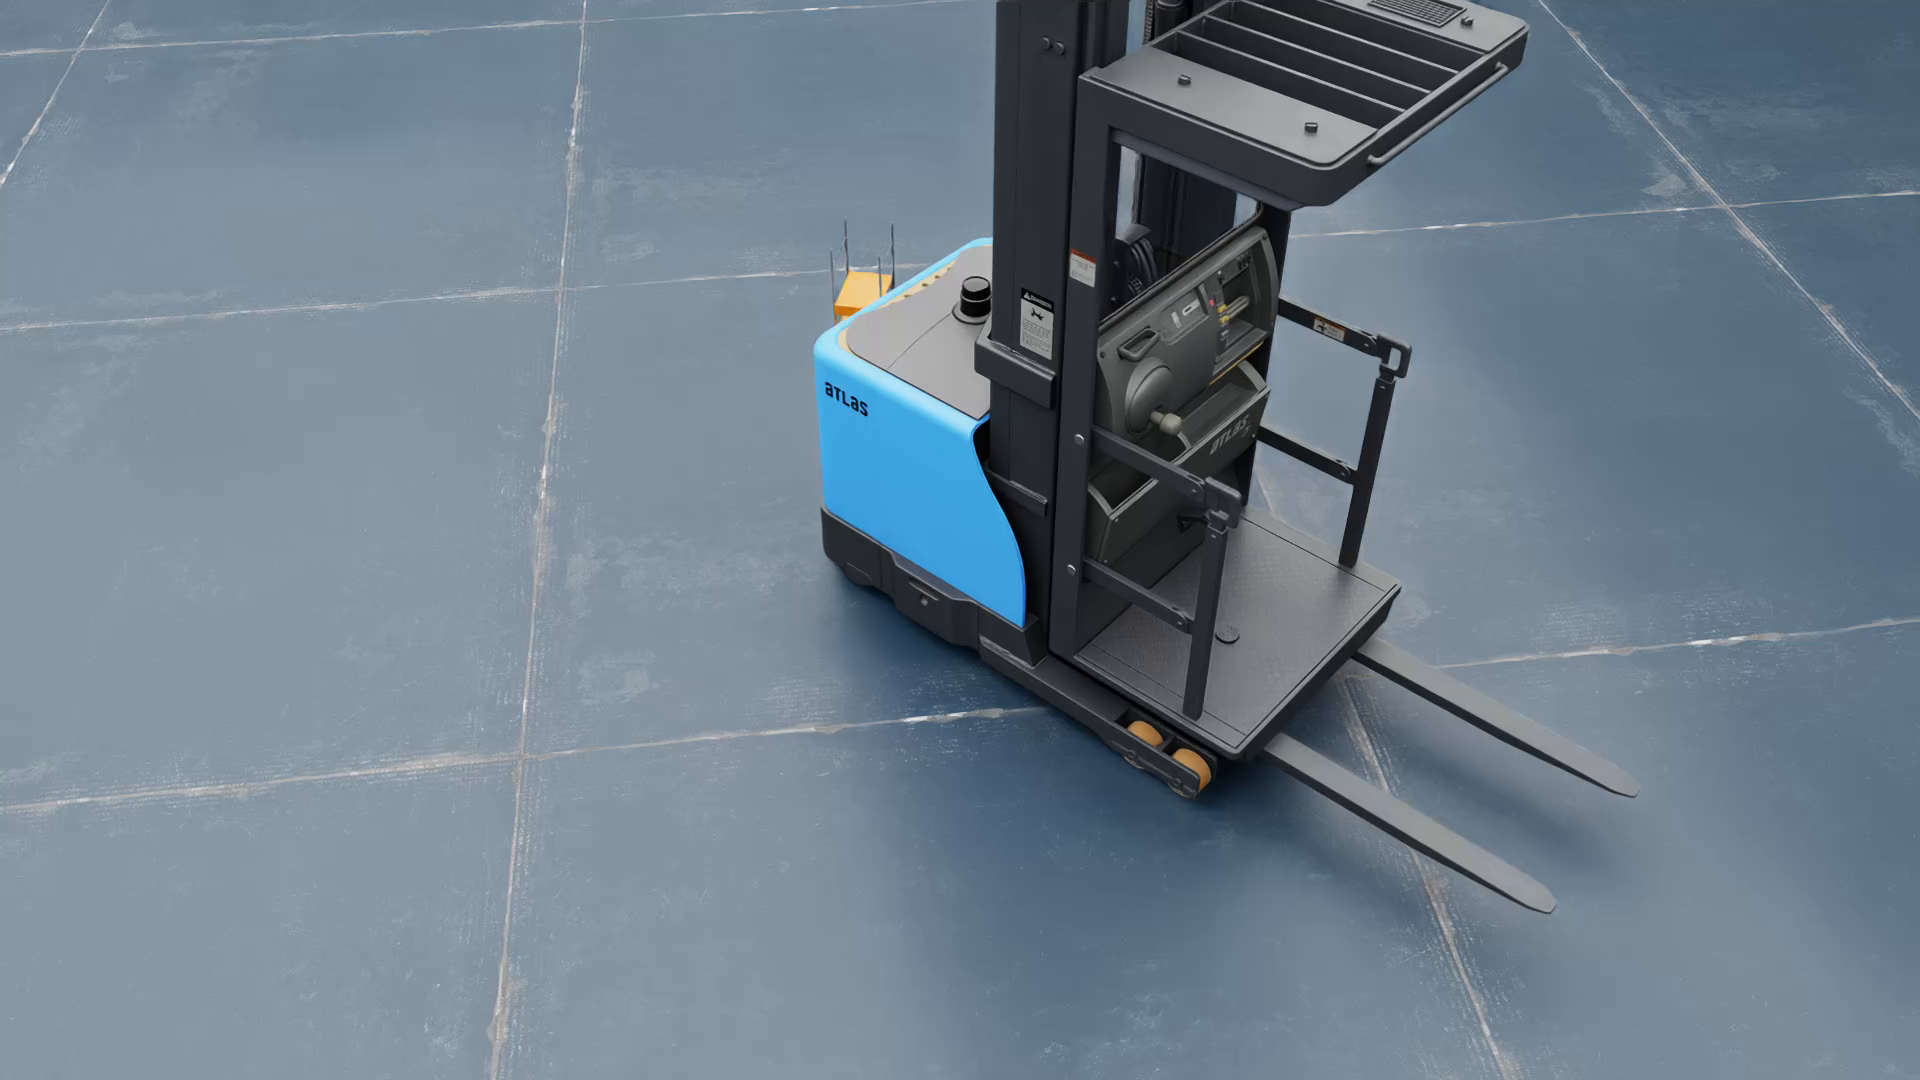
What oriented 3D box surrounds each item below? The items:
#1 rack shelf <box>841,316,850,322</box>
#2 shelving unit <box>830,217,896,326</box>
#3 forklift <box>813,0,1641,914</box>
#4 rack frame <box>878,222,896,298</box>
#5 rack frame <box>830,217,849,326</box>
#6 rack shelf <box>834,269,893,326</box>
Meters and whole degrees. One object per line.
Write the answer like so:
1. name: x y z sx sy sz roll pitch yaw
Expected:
1. rack shelf: -0.366 -0.837 6.490 0.180 0.103 0.258 7 43 8
2. shelving unit: -0.366 -0.692 6.621 0.189 1.200 0.258 7 43 8
3. forklift: 0.899 -0.602 5.229 3.031 2.935 1.130 30 50 29
4. rack frame: -0.277 -0.680 6.608 0.006 1.200 0.240 7 43 8
5. rack frame: -0.456 -0.703 6.634 0.006 1.200 0.240 7 43 8
6. rack shelf: -0.366 -0.926 6.410 0.180 0.103 0.258 7 43 8
